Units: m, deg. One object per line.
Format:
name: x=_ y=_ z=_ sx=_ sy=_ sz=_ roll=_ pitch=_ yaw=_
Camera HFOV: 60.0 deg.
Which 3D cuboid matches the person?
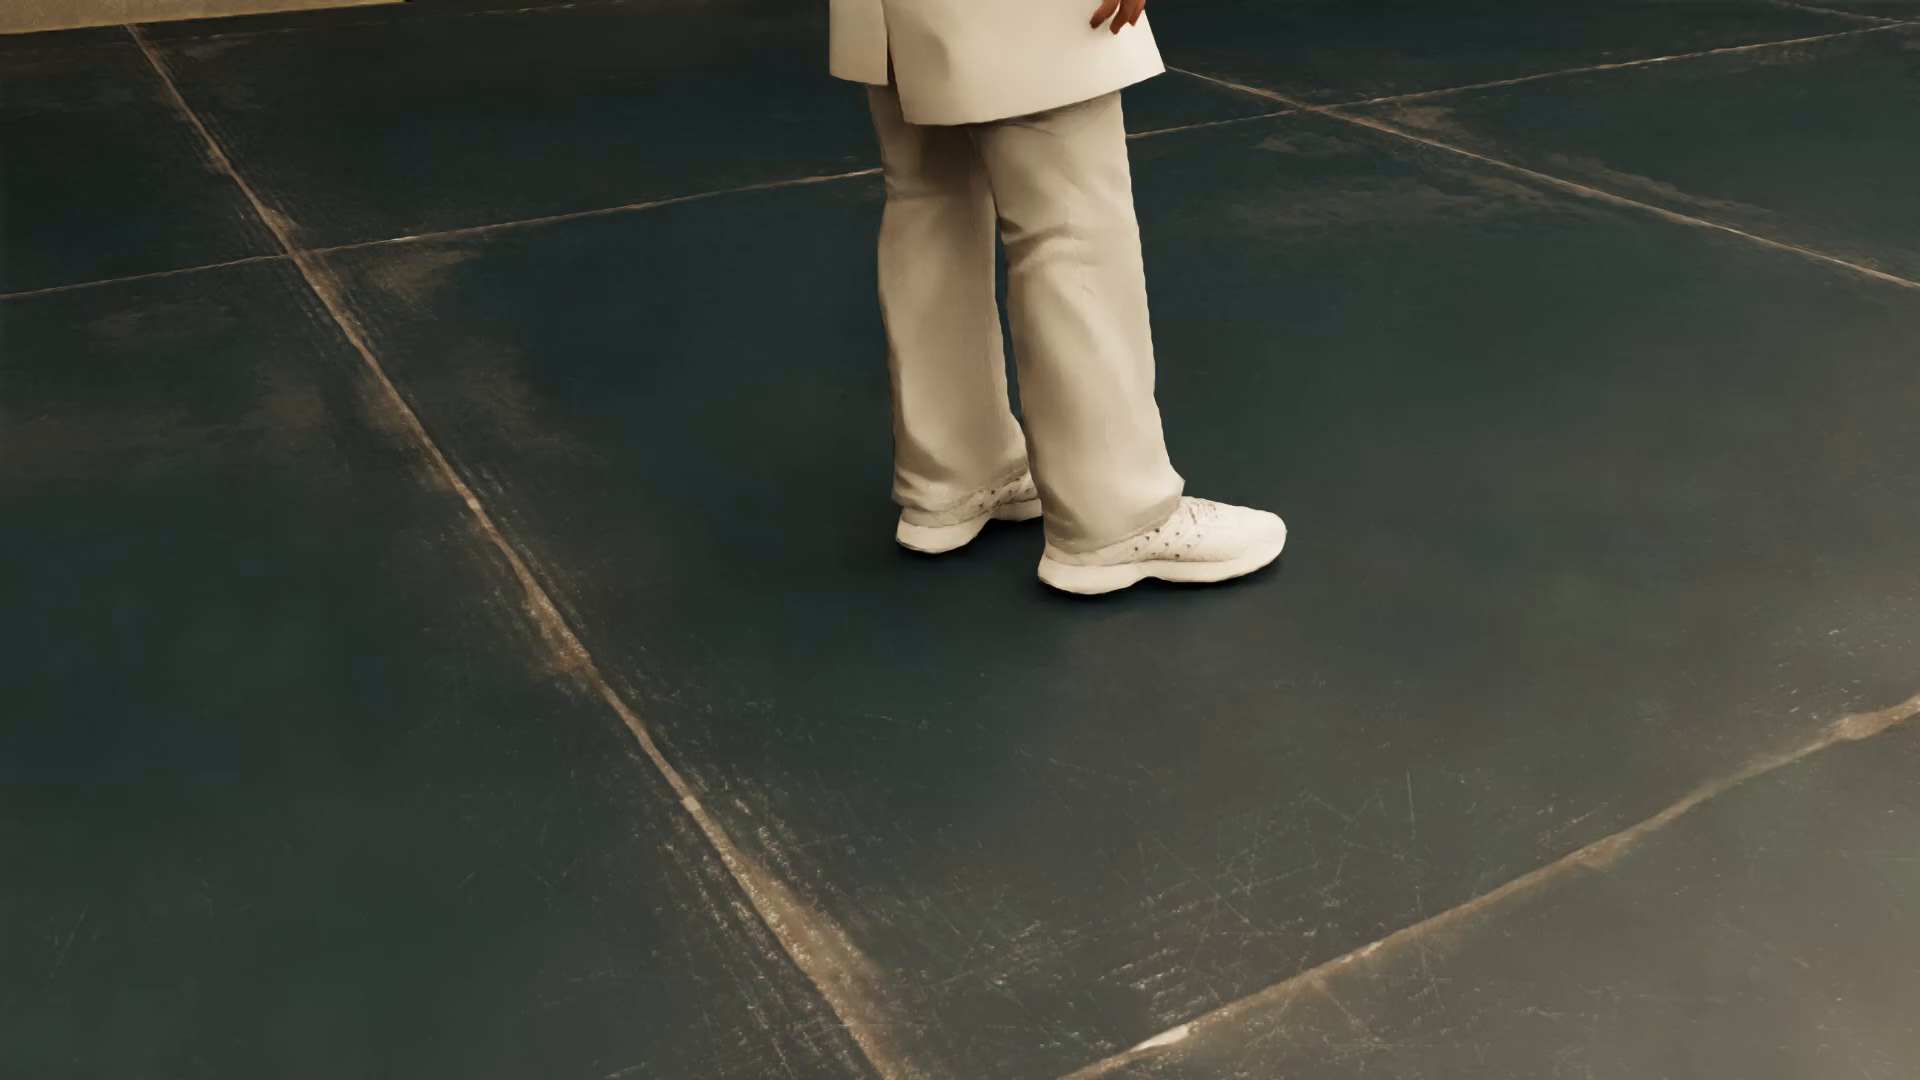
person: x=0.081 y=-0.818 z=2.131 sx=0.579 sy=1.776 sz=0.694 roll=-15 pitch=30 yaw=-26
